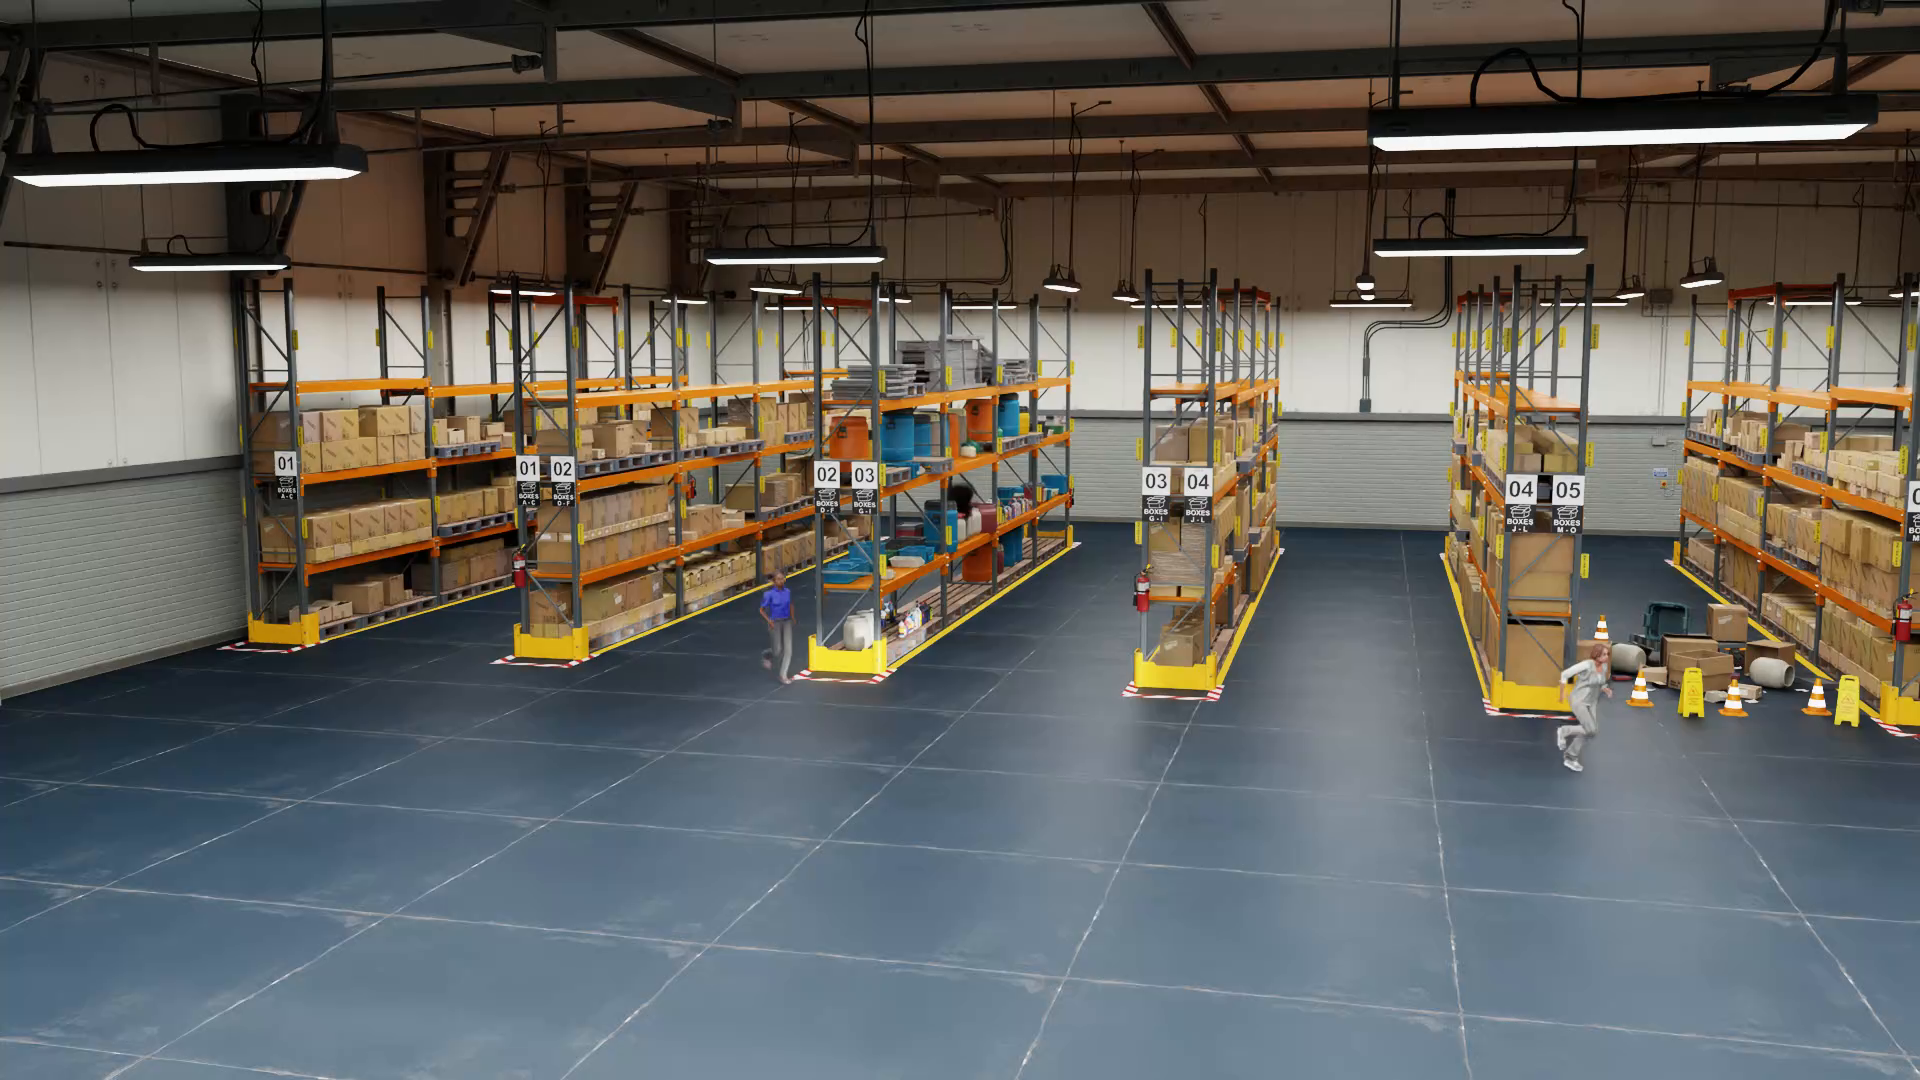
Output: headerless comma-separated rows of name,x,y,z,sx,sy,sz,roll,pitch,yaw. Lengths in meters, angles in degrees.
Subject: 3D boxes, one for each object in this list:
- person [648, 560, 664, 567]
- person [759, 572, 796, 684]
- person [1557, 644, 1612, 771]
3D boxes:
person,-6.523,-0.099,35.462,0.711,1.763,0.718,2,7,20
person,-2.682,1.275,24.549,0.588,1.632,0.682,-4,8,-32
person,7.298,1.943,19.416,0.527,1.530,0.668,-5,8,-34
